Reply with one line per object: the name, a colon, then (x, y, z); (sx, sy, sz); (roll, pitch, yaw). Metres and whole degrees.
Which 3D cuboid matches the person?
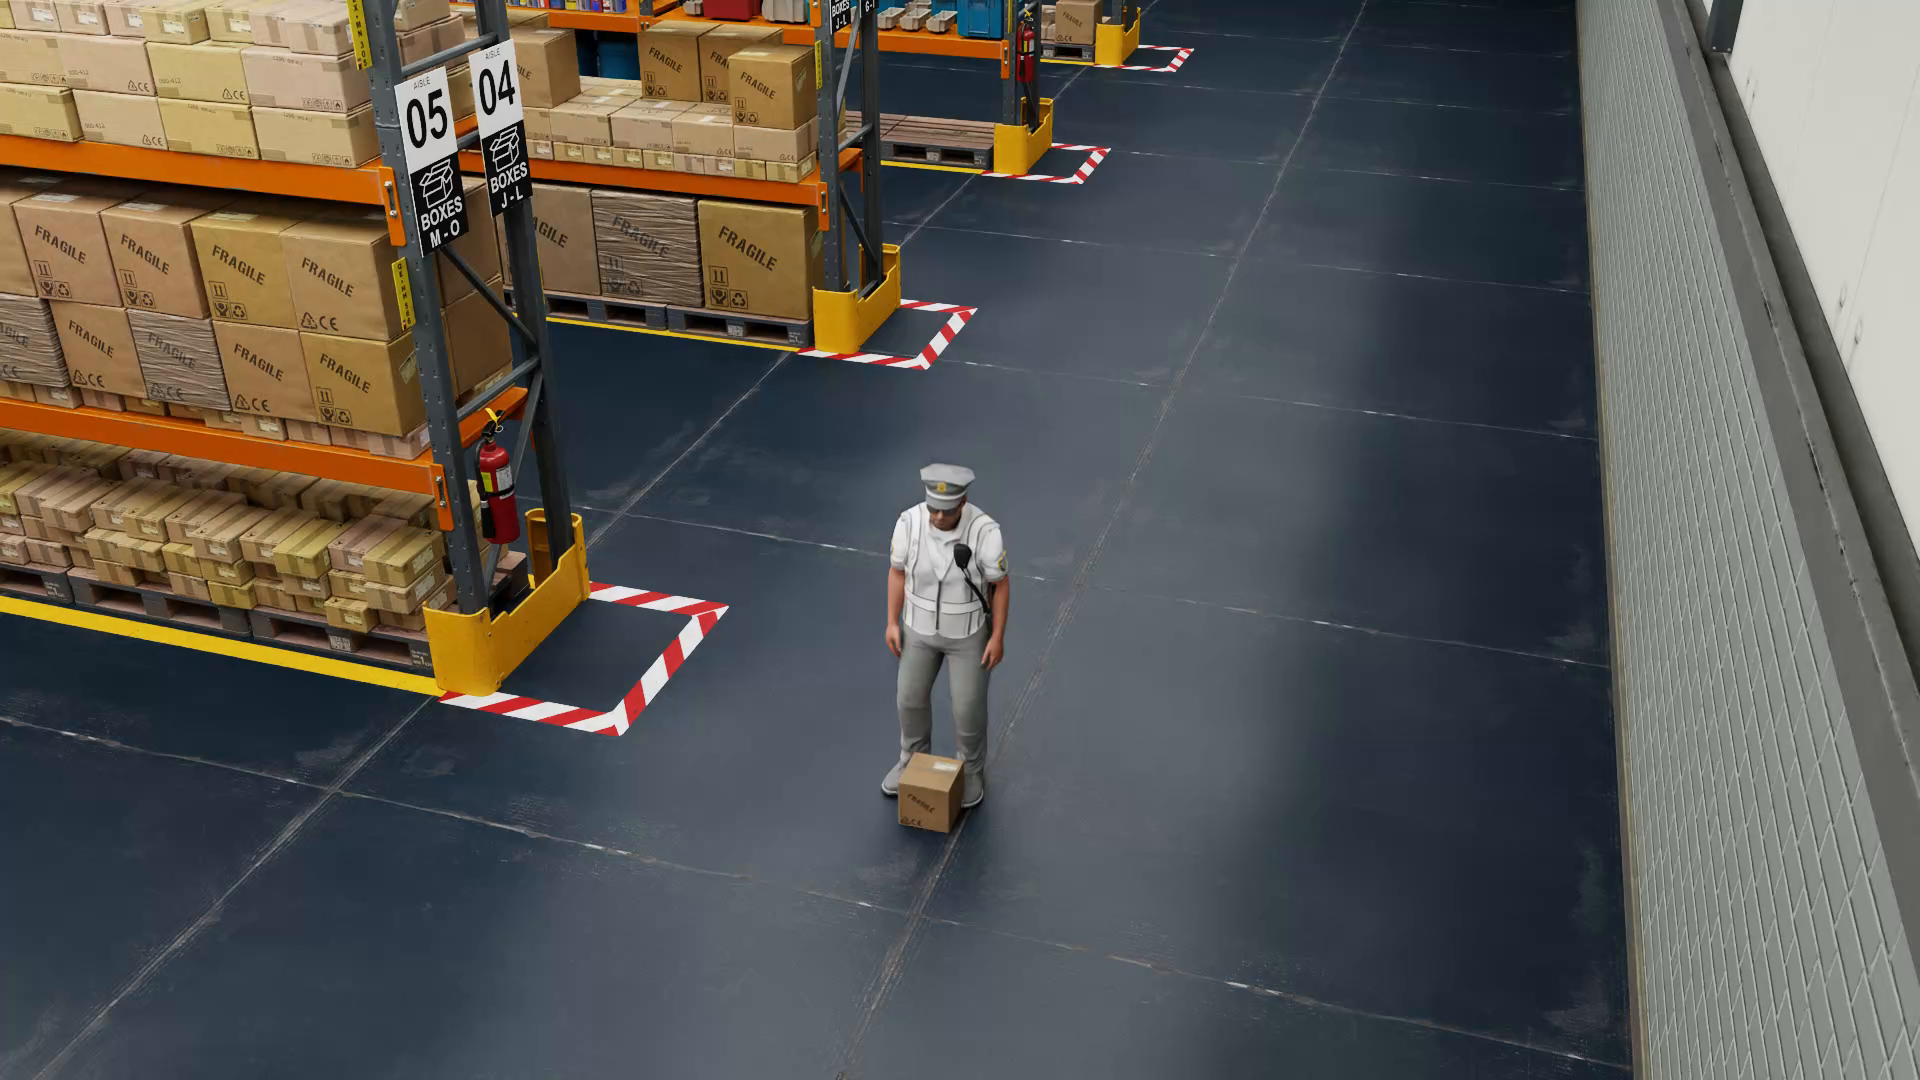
person: (-0.061, 0.412, 7.759); (0.582, 1.747, 0.439); (7, 30, 13)
